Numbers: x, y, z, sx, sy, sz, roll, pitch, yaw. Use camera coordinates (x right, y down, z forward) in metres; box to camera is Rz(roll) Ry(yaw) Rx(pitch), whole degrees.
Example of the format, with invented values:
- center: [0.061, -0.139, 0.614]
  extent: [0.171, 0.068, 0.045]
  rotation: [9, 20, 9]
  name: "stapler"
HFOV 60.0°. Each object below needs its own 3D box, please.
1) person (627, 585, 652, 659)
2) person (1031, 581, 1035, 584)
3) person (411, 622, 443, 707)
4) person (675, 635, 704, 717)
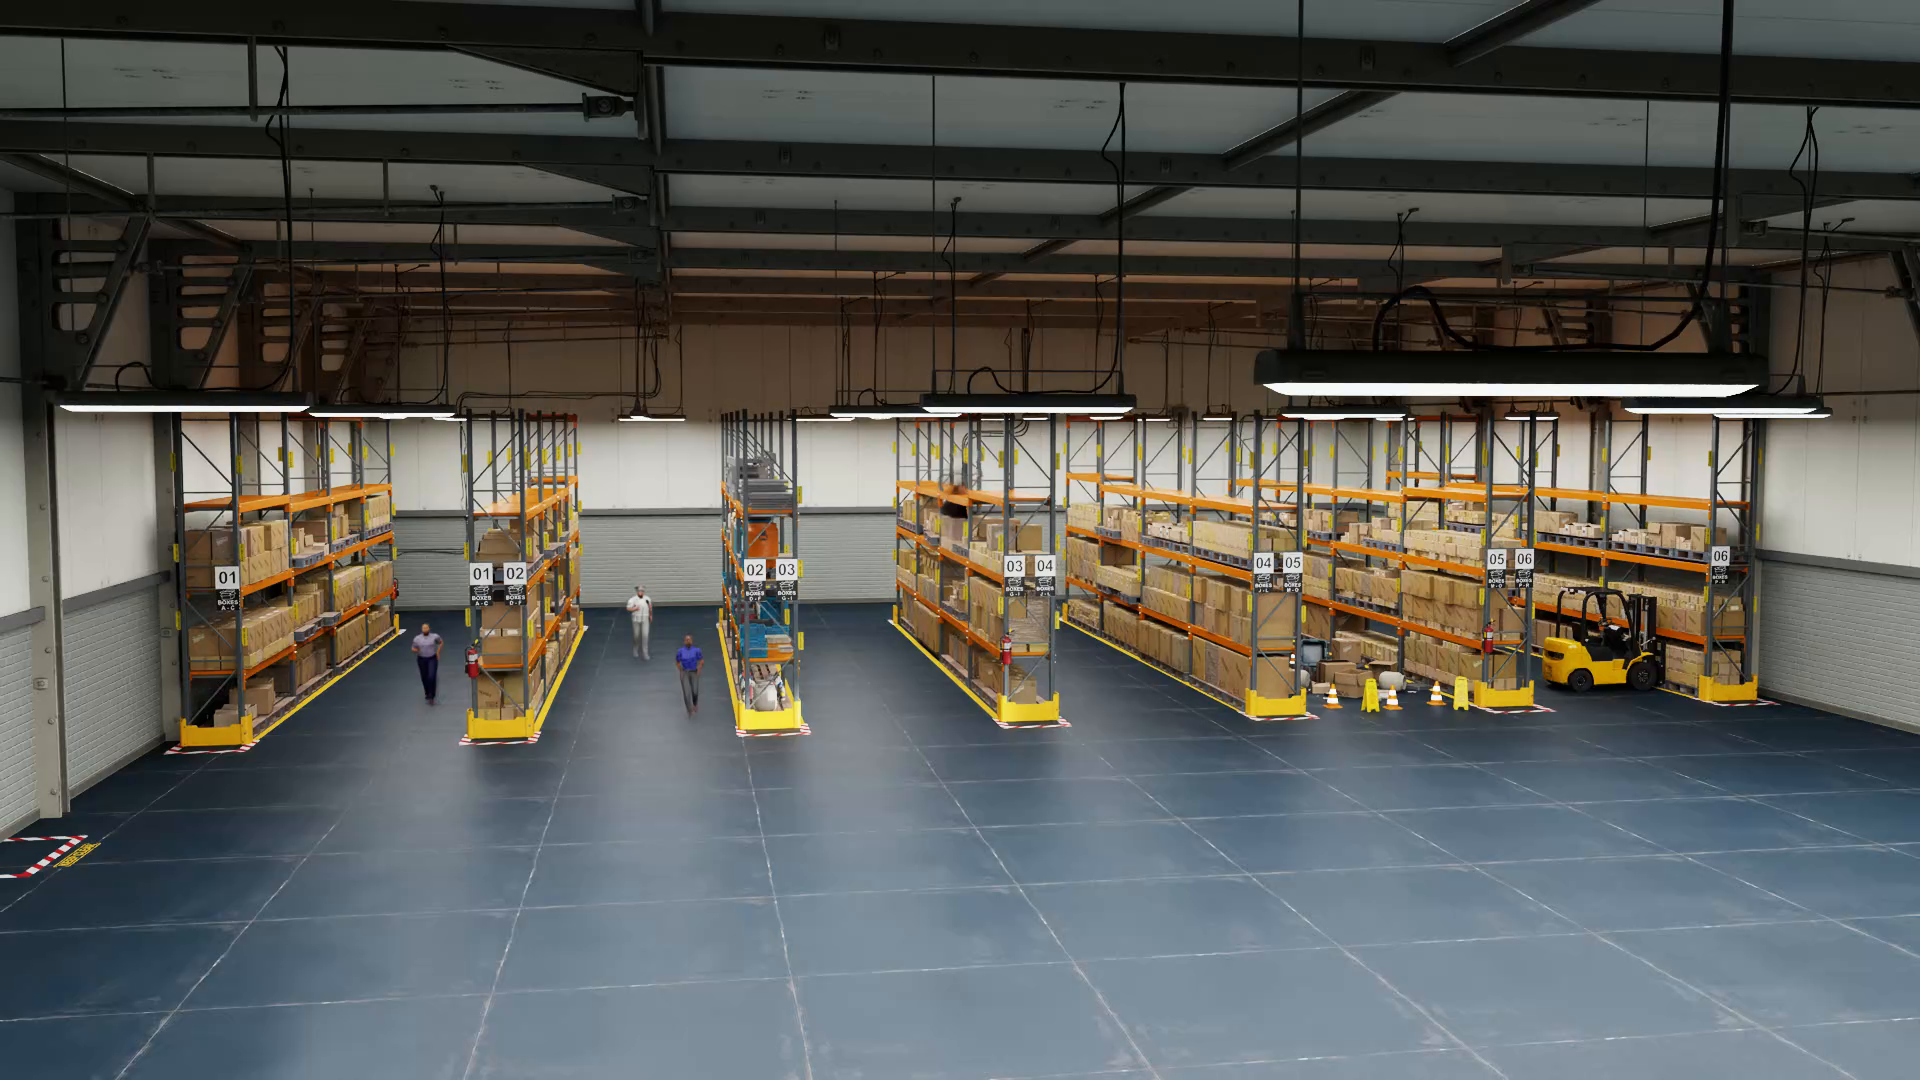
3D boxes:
- center: [-7.785, 1.983, 40.513]
  extent: [0.665, 1.783, 0.947]
  rotation: [-2, 4, -22]
  name: "person"
- center: [2.089, 1.639, 46.661]
  extent: [0.692, 1.675, 0.627]
  rotation: [0, 4, -2]
  name: "person"
- center: [-10.908, 2.532, 34.040]
  extent: [0.592, 1.706, 0.805]
  rotation: [-1, 4, -8]
  name: "person"
- center: [-5.276, 2.650, 32.443]
  extent: [0.551, 1.608, 0.523]
  rotation: [0, 4, -7]
  name: "person"
